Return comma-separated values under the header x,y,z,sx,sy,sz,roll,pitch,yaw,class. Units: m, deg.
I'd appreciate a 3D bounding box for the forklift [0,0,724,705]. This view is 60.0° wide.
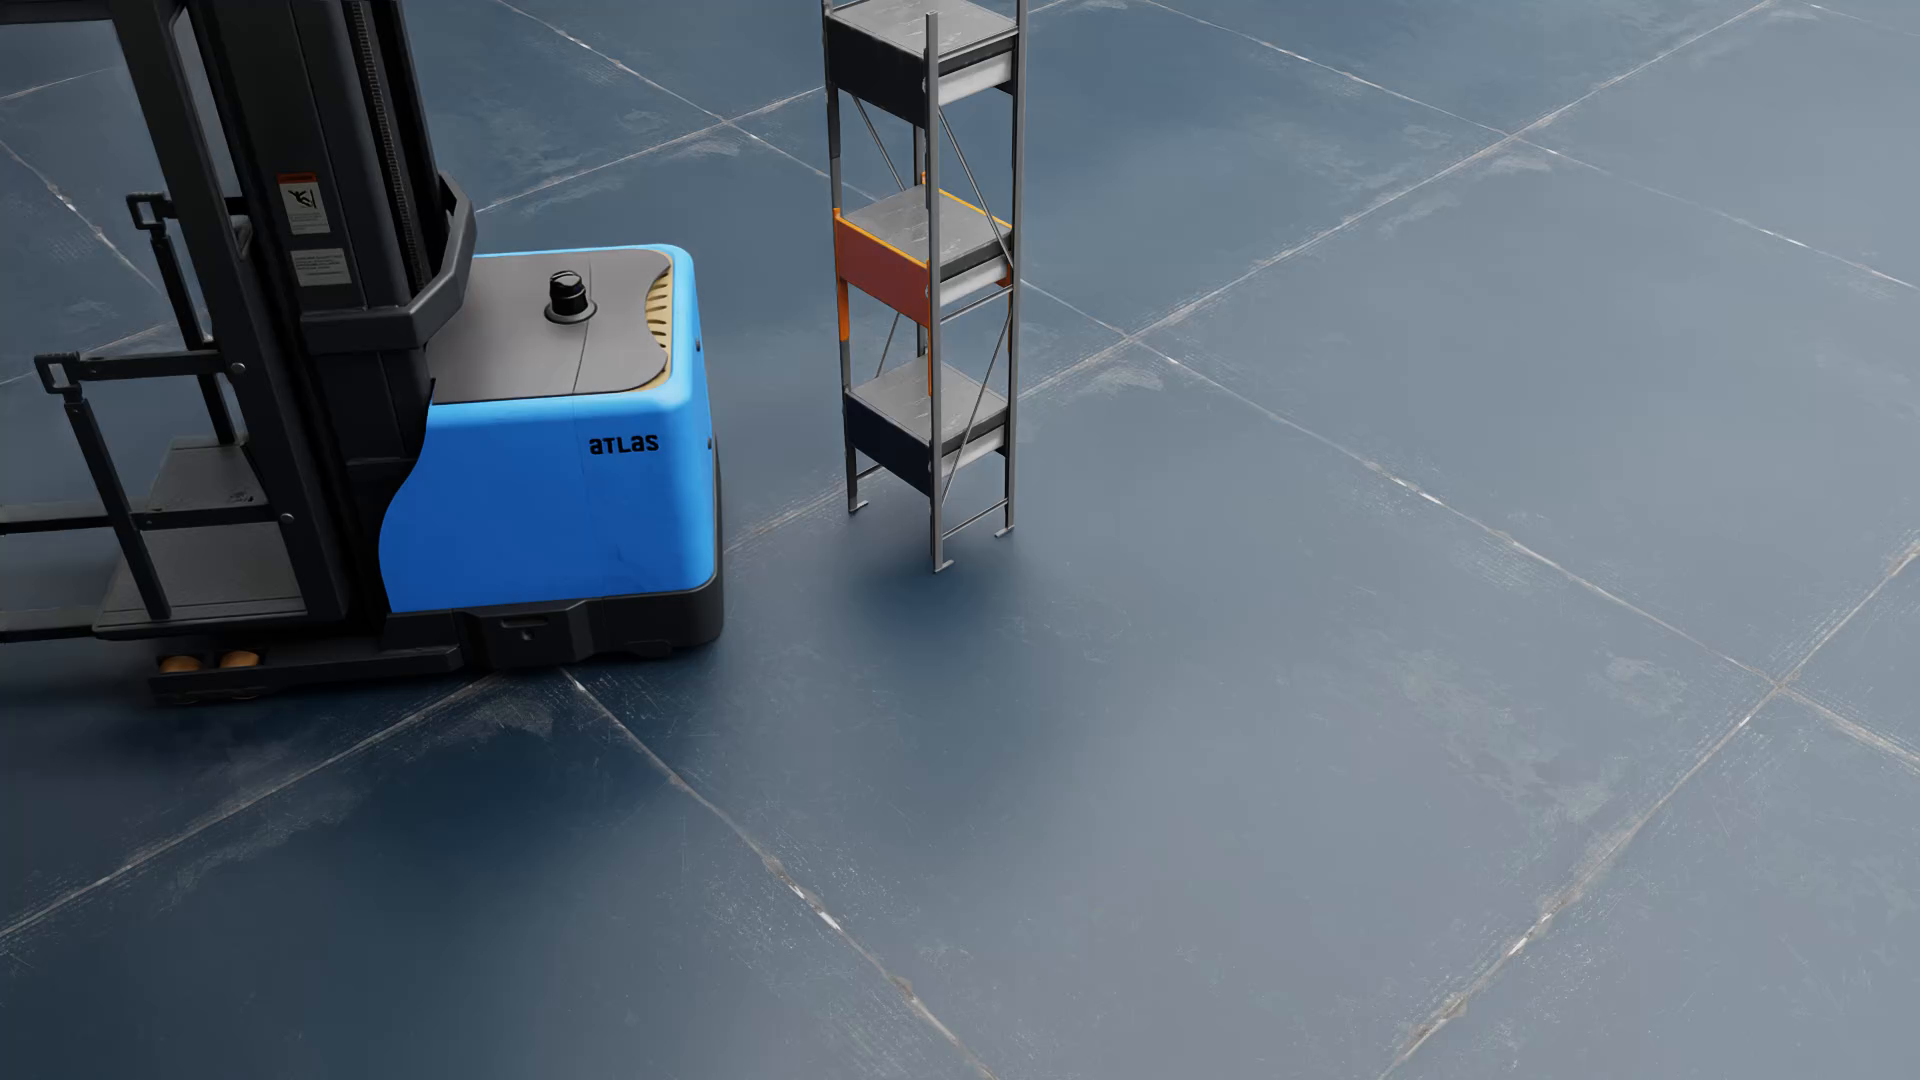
x,y,z,sx,sy,sz,roll,pitch,yaw,class
-2.376,-0.942,5.084,3.031,2.935,1.130,-4,39,-5,forklift

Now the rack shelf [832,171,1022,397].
x,y,z,sx,sy,sz,roll,pitch,yaw,class
-0.112,-0.883,5.694,0.431,0.518,0.480,-30,48,-32,rack shelf

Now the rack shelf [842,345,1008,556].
x,y,z,sx,sy,sz,roll,pitch,yaw,class
-0.112,-0.338,6.134,0.431,0.518,0.480,-30,48,-32,rack shelf

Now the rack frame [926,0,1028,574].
x,y,z,sx,sy,sz,roll,pitch,yaw,class
0.053,-0.781,5.545,0.400,2.100,0.015,-30,48,-32,rack frame

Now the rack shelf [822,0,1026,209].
x,y,z,sx,sy,sz,roll,pitch,yaw,class
-0.112,-1.427,5.254,0.431,0.518,0.480,-30,48,-32,rack shelf

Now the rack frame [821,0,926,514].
x,y,z,sx,sy,sz,roll,pitch,yaw,class
-0.277,-1.006,5.825,0.400,2.100,0.015,-30,48,-32,rack frame

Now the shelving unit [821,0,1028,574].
x,y,z,sx,sy,sz,roll,pitch,yaw,class
-0.112,-0.893,5.685,0.431,2.100,0.503,-30,48,-32,shelving unit
